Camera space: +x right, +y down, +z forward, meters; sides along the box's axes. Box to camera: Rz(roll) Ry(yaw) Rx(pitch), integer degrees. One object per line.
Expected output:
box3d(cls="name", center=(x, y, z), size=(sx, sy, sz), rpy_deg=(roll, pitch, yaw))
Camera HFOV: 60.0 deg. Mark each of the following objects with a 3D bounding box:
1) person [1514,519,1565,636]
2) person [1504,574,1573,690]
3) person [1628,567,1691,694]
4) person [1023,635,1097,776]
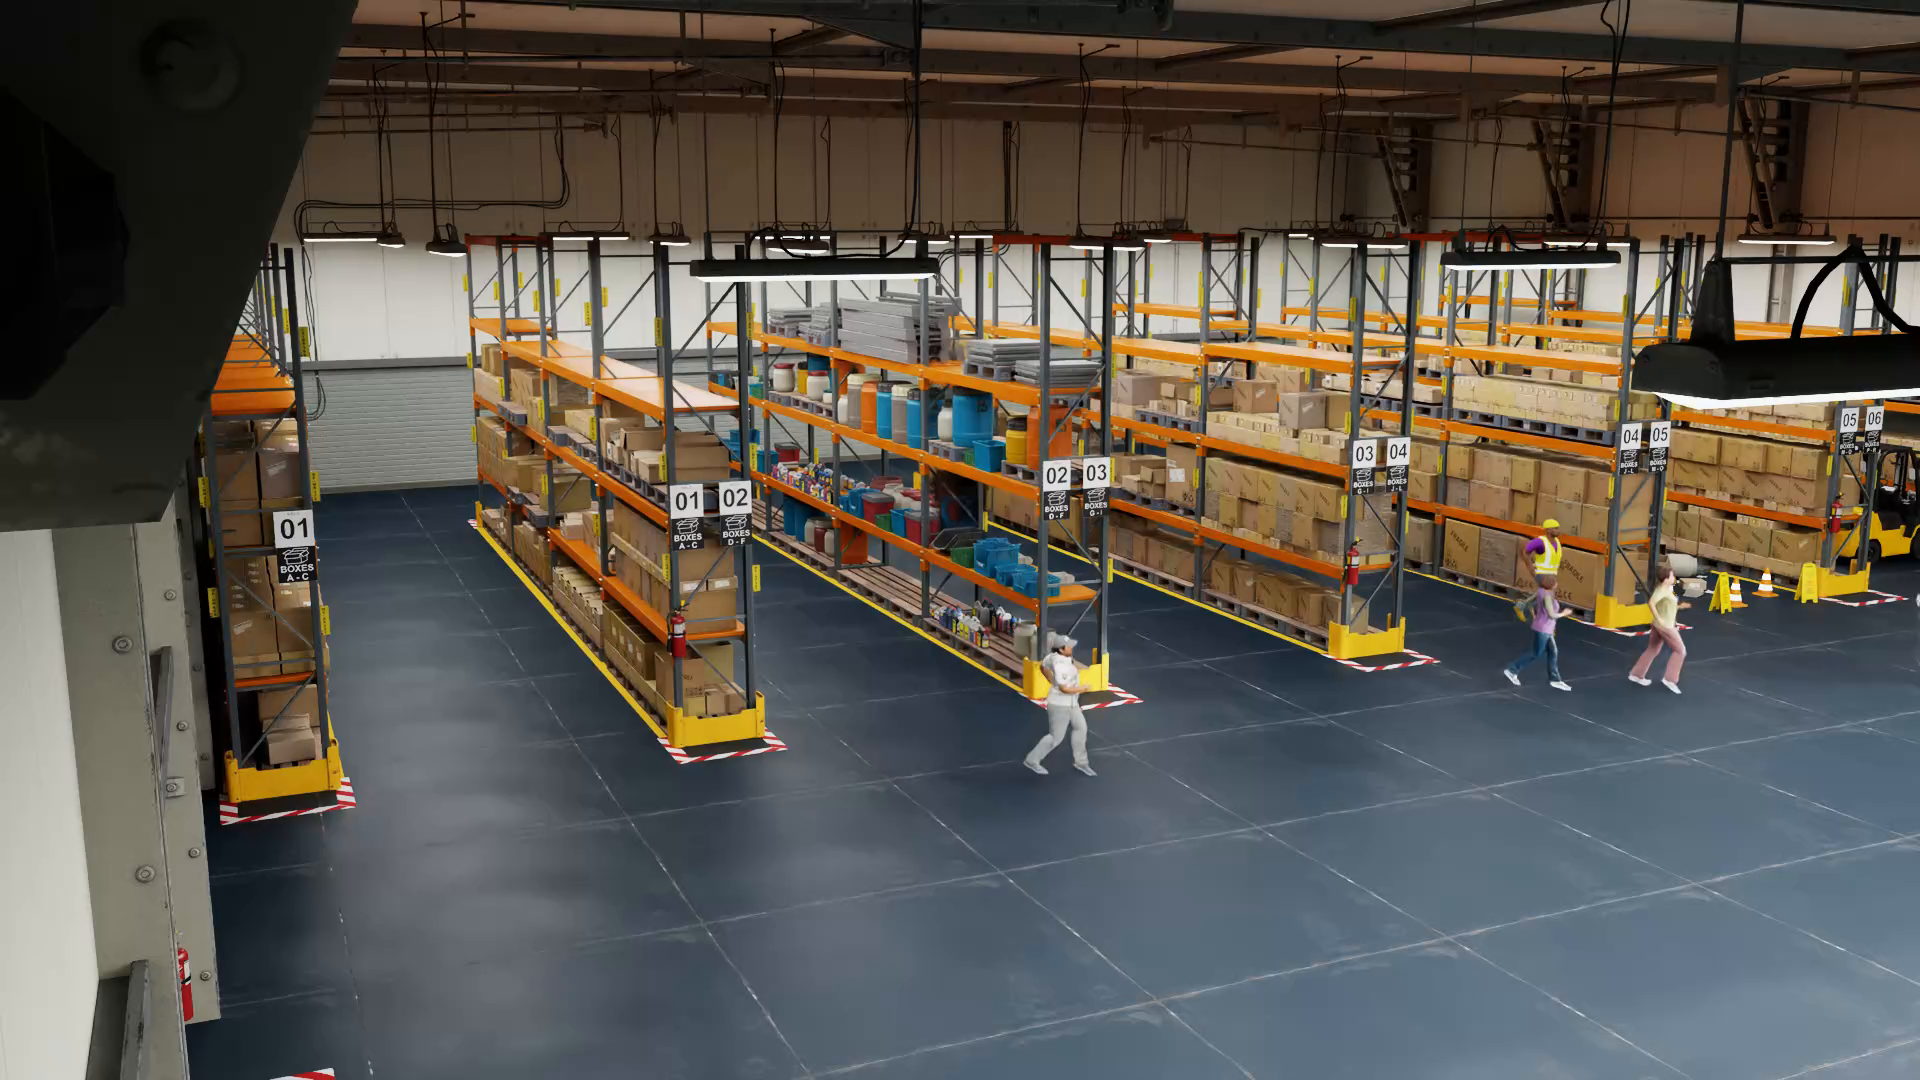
box3d(cls="person", center=(9.055, 0.546, 25.832), size=(0.738, 1.765, 0.877), rpy_deg=(-7, 13, -33))
box3d(cls="person", center=(7.834, 1.234, 22.430), size=(0.887, 1.595, 0.533), rpy_deg=(3, 11, 13))
box3d(cls="person", center=(9.471, 1.217, 22.469), size=(0.732, 1.725, 0.544), rpy_deg=(1, 11, 7))
box3d(cls="person", center=(1.152, 1.909, 18.991), size=(0.844, 1.710, 0.607), rpy_deg=(1, 11, 4))
